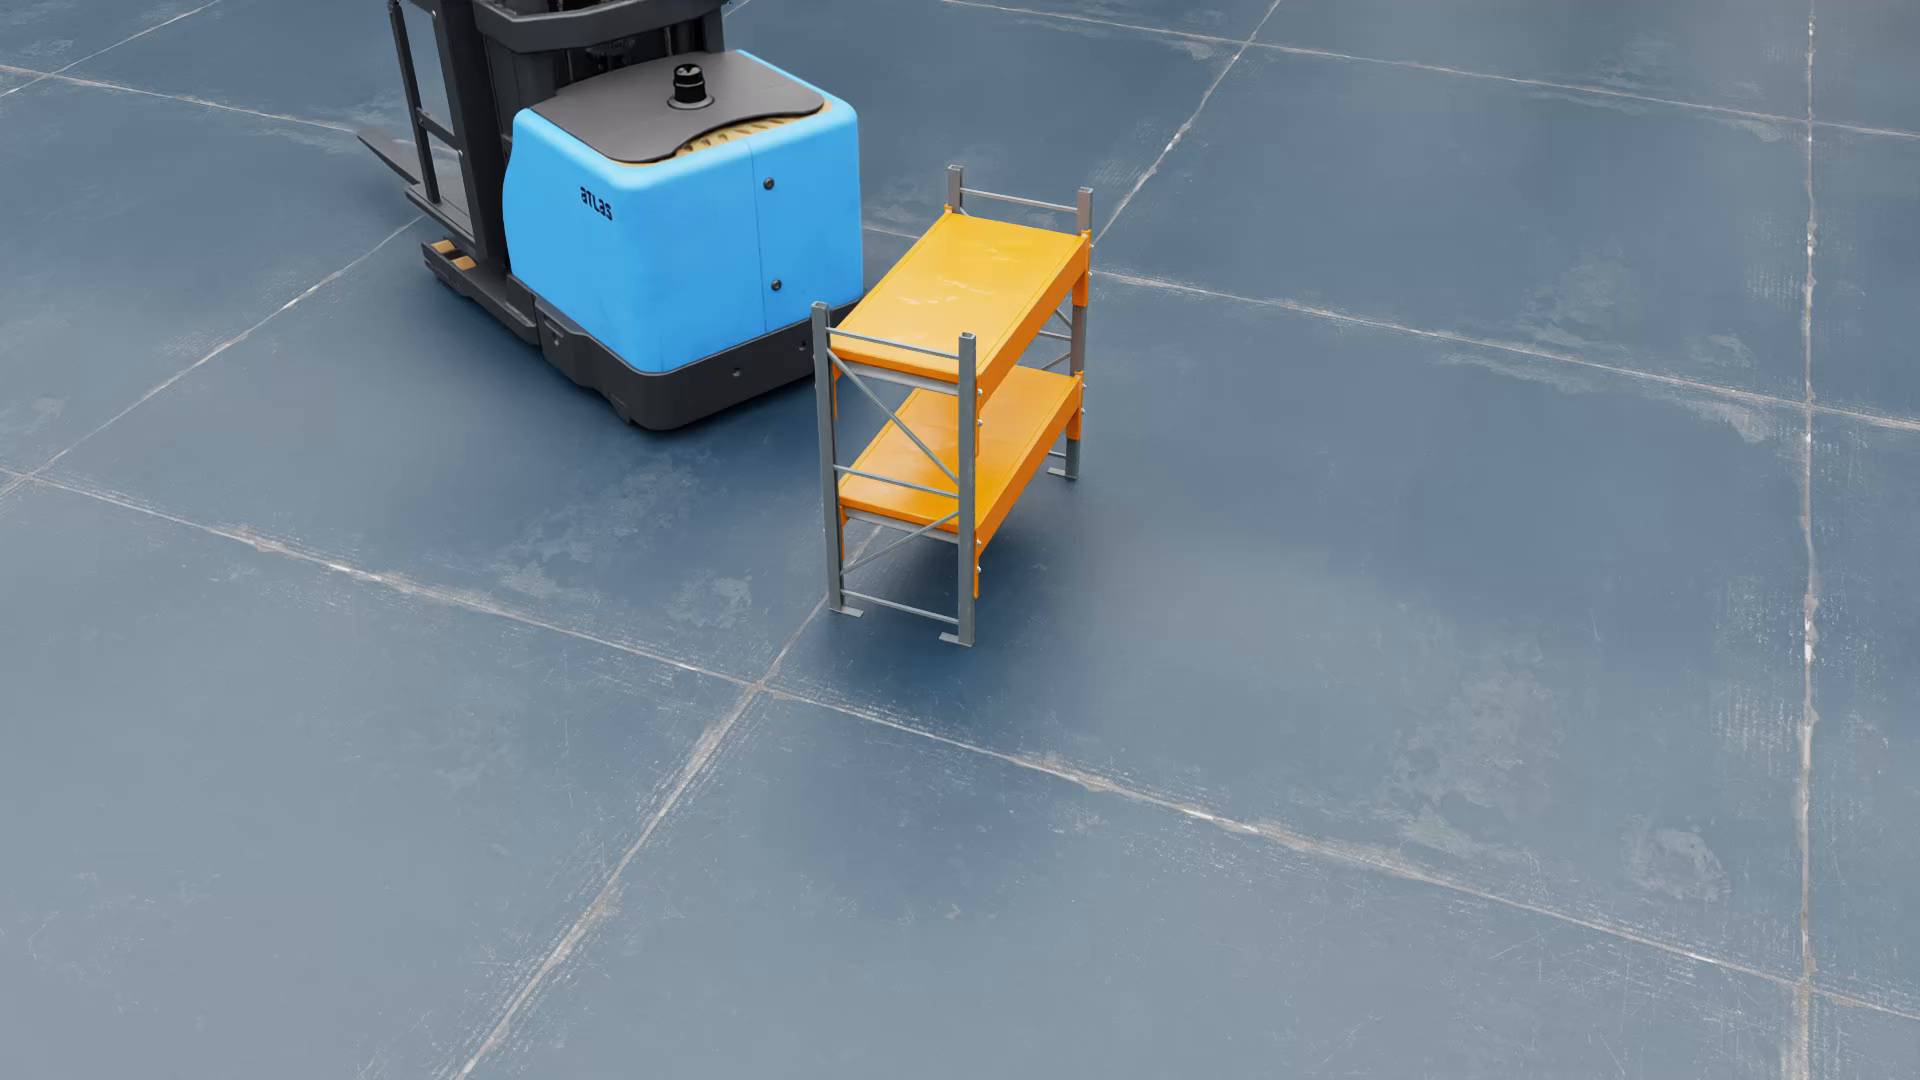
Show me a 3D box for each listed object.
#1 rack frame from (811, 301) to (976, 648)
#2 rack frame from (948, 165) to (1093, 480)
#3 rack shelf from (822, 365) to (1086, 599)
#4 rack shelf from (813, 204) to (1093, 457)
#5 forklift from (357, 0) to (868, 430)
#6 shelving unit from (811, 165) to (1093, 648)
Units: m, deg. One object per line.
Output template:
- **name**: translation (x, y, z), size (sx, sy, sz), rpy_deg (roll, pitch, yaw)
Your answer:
- **rack frame**: translation (-0.191, -0.173, 5.042), size (0.500, 1.125, 0.032), rpy_deg (14, 39, 18)
- **rack frame**: translation (0.196, -0.736, 5.795), size (0.500, 1.125, 0.032), rpy_deg (14, 39, 18)
- **rack shelf**: translation (0.003, -0.258, 5.565), size (0.538, 0.278, 1.000), rpy_deg (14, 39, 18)
- **rack shelf**: translation (0.003, -0.689, 5.243), size (0.538, 0.278, 1.000), rpy_deg (14, 39, 18)
- **forklift**: translation (-1.687, -2.395, 6.506), size (1.130, 2.935, 3.031), rpy_deg (-26, 44, -31)
- **shelving unit**: translation (0.003, -0.454, 5.418), size (0.538, 1.125, 1.048), rpy_deg (14, 39, 18)
